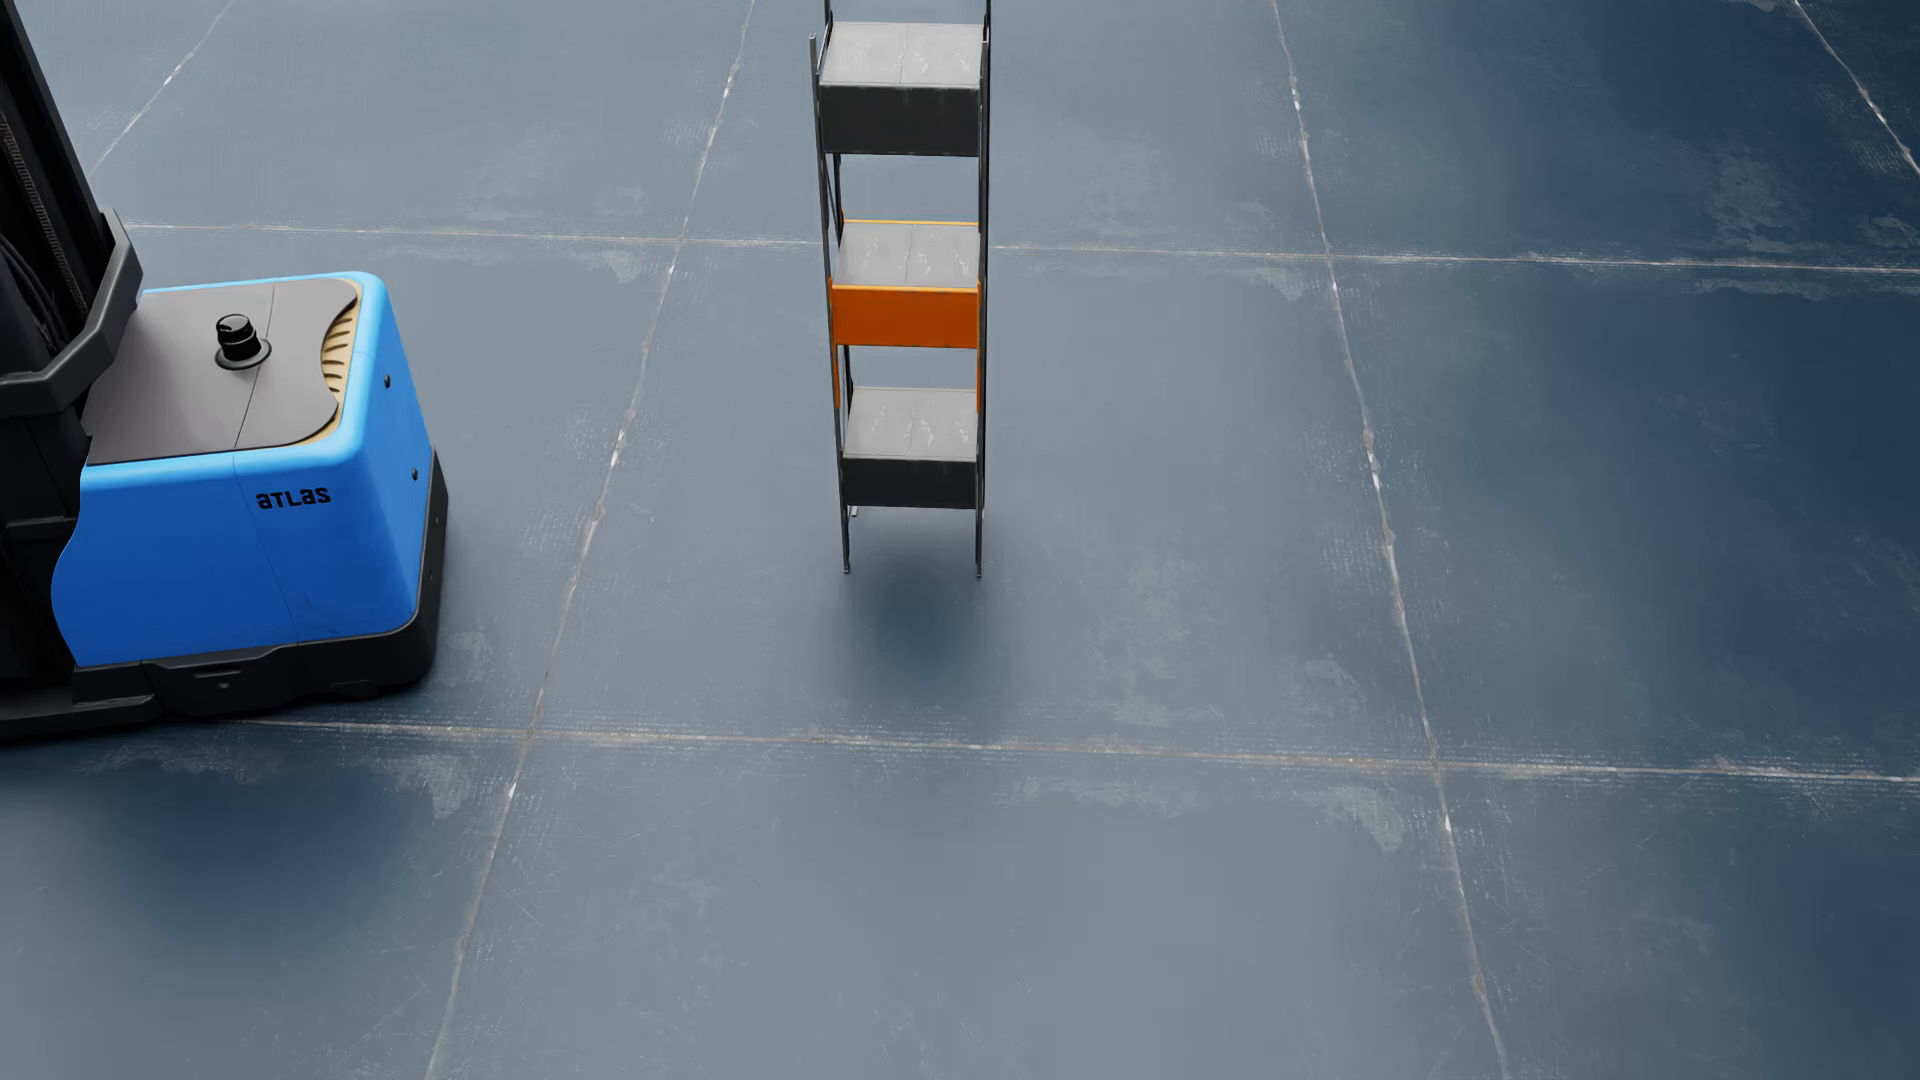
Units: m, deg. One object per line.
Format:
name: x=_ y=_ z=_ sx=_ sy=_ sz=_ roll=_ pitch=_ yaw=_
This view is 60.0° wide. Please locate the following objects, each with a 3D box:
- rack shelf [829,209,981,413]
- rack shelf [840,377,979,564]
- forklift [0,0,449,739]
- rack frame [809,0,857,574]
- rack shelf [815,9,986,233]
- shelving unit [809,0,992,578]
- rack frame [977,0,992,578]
rack shelf: x=-0.165 y=-0.763 z=5.549 sx=0.480 sy=0.518 sz=0.431 roll=2 pitch=43 yaw=2
rack shelf: x=-0.165 y=-0.251 z=6.026 sx=0.480 sy=0.518 sz=0.431 roll=2 pitch=43 yaw=2
forklift: x=-3.368 y=-0.728 z=4.882 sx=3.031 sy=2.935 sz=1.130 roll=-6 pitch=43 yaw=-7
rack frame: x=-0.409 y=-0.781 z=5.548 sx=0.015 sy=2.100 sz=0.400 roll=2 pitch=43 yaw=2
rack shelf: x=-0.165 y=-1.276 z=5.072 sx=0.480 sy=0.518 sz=0.431 roll=2 pitch=43 yaw=2
shelving unit: x=-0.165 y=-0.773 z=5.540 sx=0.503 sy=2.100 sz=0.431 roll=2 pitch=43 yaw=2
rack frame: x=0.078 y=-0.766 z=5.532 sx=0.015 sy=2.100 sz=0.400 roll=2 pitch=43 yaw=2
